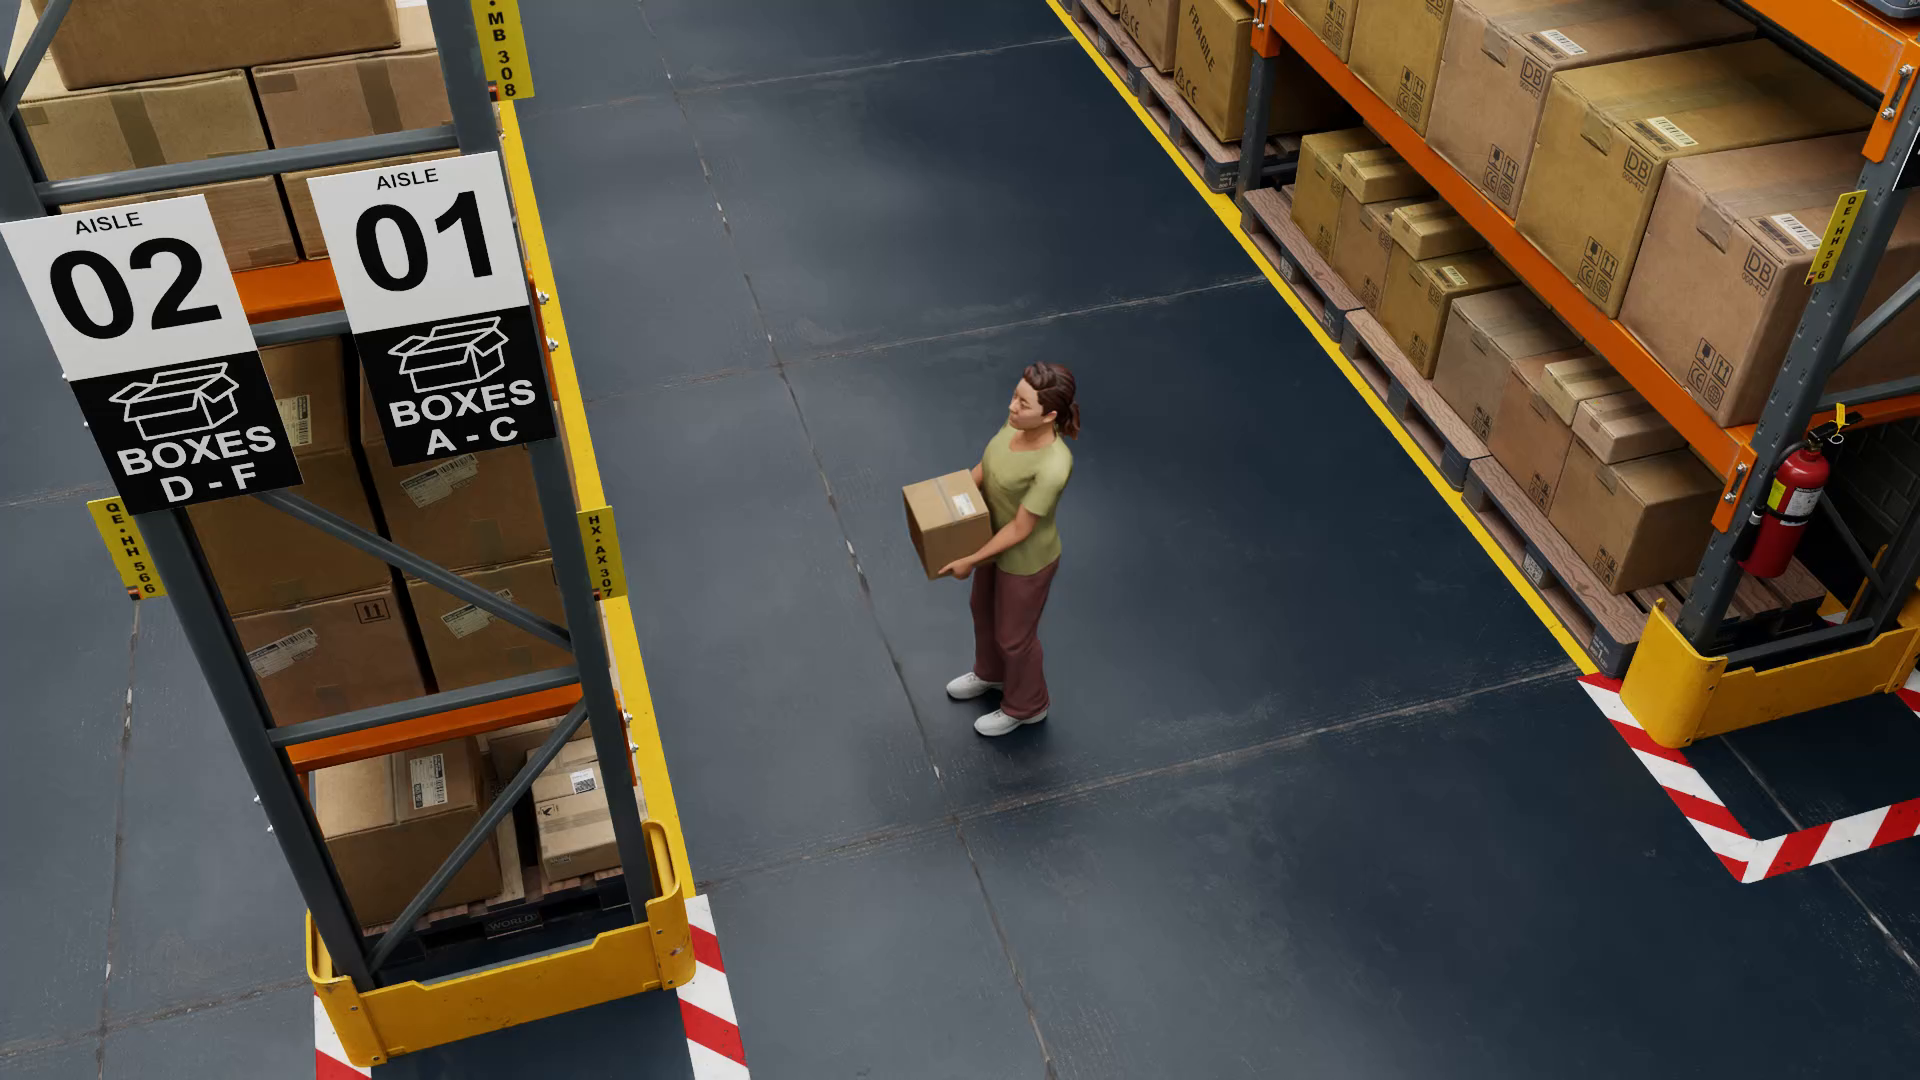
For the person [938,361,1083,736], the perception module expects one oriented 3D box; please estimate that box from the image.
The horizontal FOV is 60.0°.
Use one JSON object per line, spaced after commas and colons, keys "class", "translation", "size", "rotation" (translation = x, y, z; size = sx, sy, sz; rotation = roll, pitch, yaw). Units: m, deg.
{"class": "person", "translation": [0.154, 0.051, 6.114], "size": [0.559, 1.662, 0.427], "rotation": [-12, 44, -13]}
